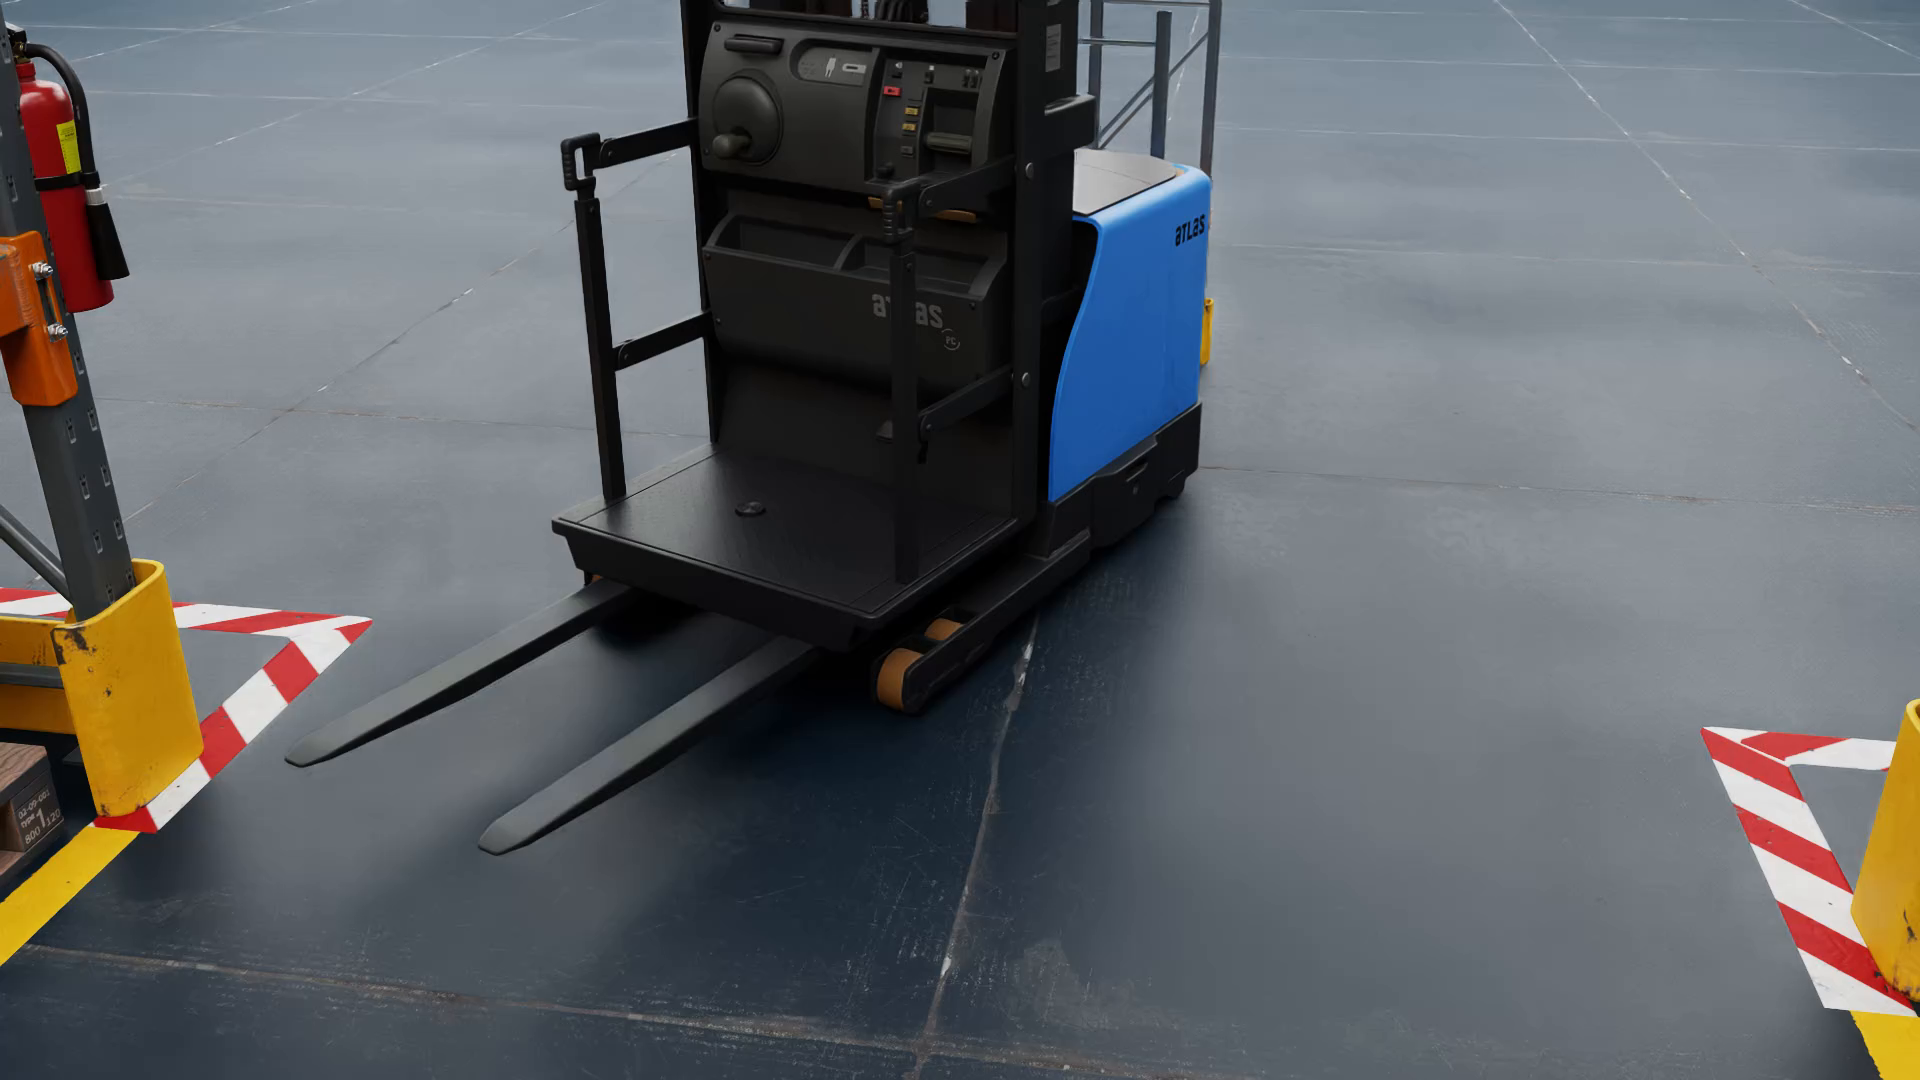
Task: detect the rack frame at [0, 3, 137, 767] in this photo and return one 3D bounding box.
[{"bbox_3d":[-2.460,-0.853,3.535,1.000,3.000,0.127,4,25,9],"label":"rack frame"}]

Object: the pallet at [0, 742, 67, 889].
[{"bbox_3d":[-2.641,0.779,3.338,1.003,0.211,1.213,4,25,9],"label":"pallet"}]

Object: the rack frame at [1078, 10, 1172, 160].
[{"bbox_3d":[0.439,-1.048,5.721,0.500,1.500,0.032,8,26,16],"label":"rack frame"}]

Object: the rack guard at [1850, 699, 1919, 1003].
[{"bbox_3d":[2.460,0.657,3.257,1.175,0.500,0.348,4,25,9],"label":"rack guard"}]

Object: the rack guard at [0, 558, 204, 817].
[{"bbox_3d":[-2.473,0.310,3.997,1.175,0.500,0.348,4,25,9],"label":"rack guard"}]

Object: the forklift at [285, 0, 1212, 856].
[{"bbox_3d":[-0.409,-1.107,4.157,1.130,2.935,3.031,15,29,29],"label":"forklift"}]

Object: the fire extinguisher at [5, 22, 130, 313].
[{"bbox_3d":[-1.987,-0.834,3.585,0.296,0.674,0.183,4,25,9],"label":"fire extinguisher"}]

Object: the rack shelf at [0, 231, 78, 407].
[{"bbox_3d":[-2.787,0.309,1.900,1.077,0.370,4.000,4,25,9],"label":"rack shelf"}]

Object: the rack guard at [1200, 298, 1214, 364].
[{"bbox_3d":[0.740,-0.886,6.847,0.587,0.250,0.087,8,26,16],"label":"rack guard"}]

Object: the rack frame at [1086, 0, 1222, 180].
[{"bbox_3d":[0.746,-1.459,6.599,0.500,1.500,0.032,8,26,16],"label":"rack frame"}]

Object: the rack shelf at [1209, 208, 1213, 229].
[{"bbox_3d":[0.592,-1.091,6.236,0.538,0.185,1.000,8,26,16],"label":"rack shelf"}]

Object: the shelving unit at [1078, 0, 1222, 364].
[{"bbox_3d":[0.590,-1.250,6.152,0.587,1.500,1.083,8,26,16],"label":"shelving unit"}]
